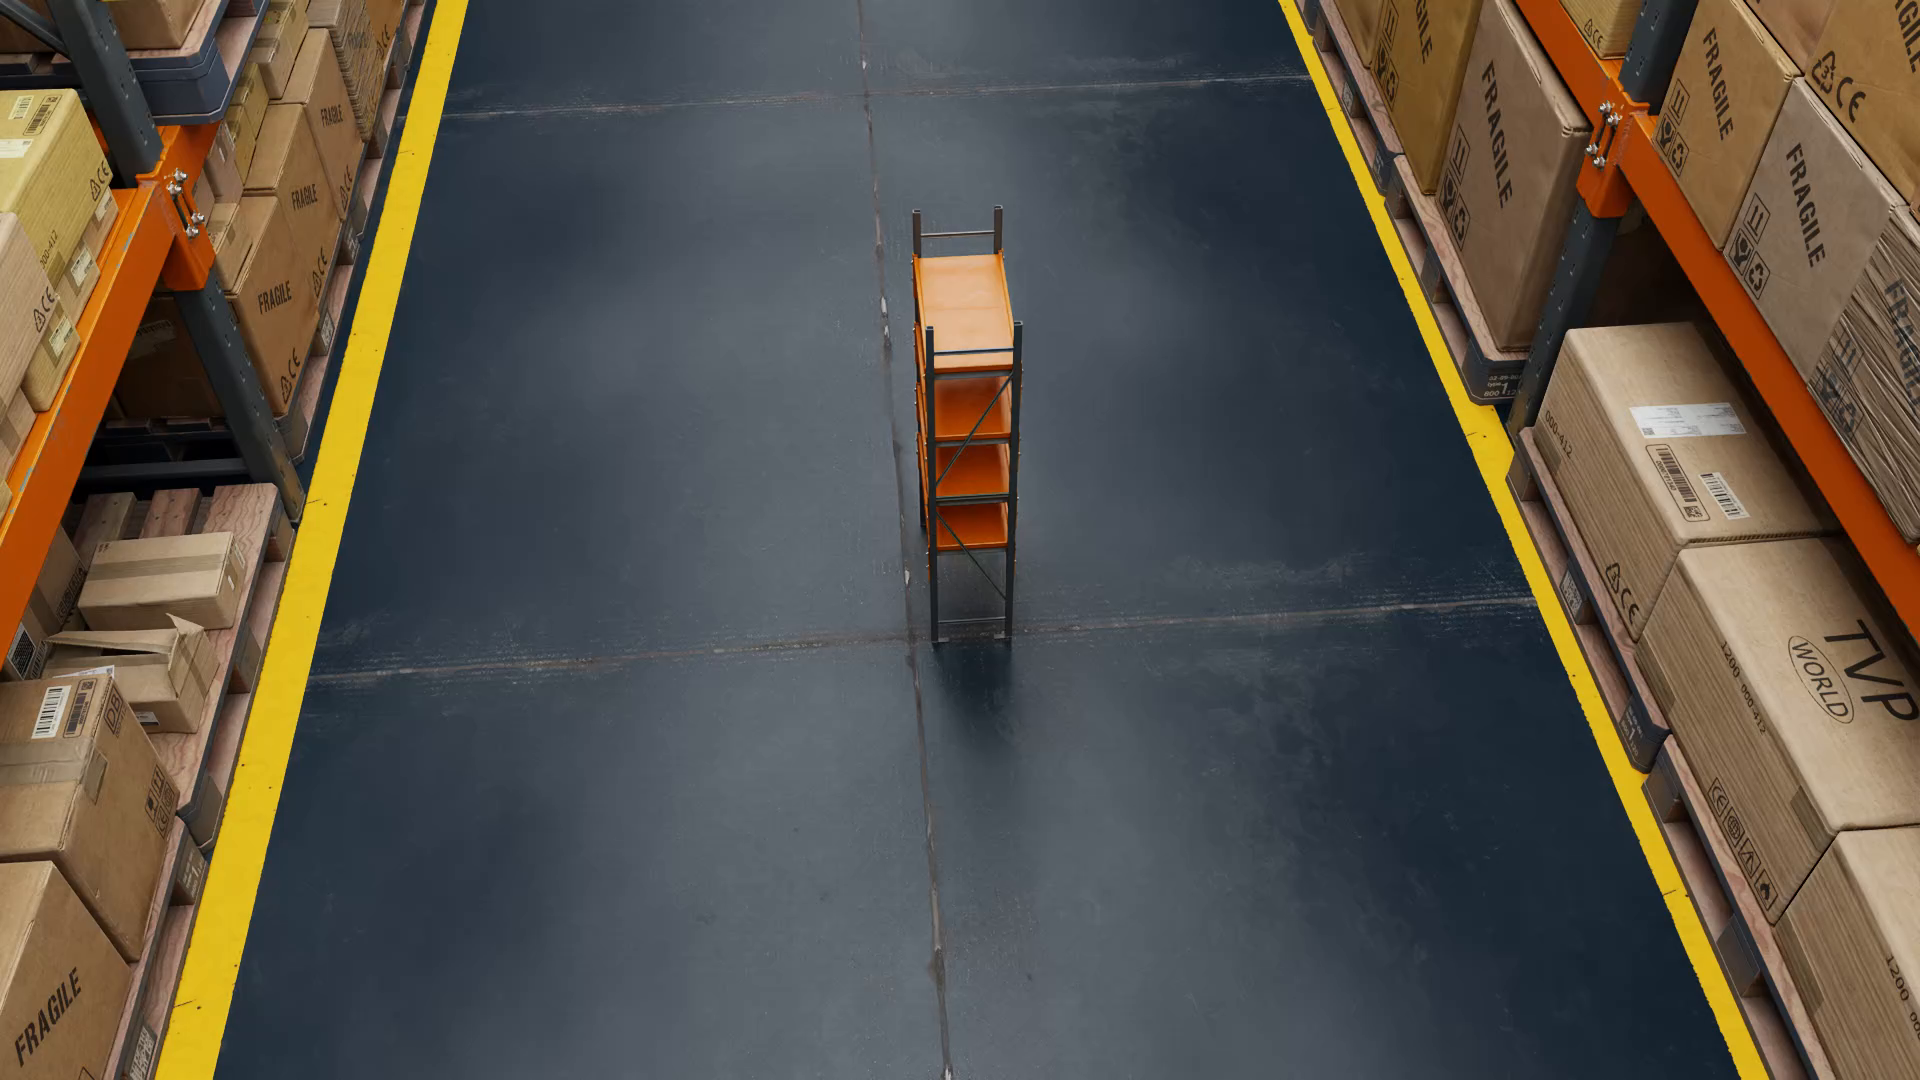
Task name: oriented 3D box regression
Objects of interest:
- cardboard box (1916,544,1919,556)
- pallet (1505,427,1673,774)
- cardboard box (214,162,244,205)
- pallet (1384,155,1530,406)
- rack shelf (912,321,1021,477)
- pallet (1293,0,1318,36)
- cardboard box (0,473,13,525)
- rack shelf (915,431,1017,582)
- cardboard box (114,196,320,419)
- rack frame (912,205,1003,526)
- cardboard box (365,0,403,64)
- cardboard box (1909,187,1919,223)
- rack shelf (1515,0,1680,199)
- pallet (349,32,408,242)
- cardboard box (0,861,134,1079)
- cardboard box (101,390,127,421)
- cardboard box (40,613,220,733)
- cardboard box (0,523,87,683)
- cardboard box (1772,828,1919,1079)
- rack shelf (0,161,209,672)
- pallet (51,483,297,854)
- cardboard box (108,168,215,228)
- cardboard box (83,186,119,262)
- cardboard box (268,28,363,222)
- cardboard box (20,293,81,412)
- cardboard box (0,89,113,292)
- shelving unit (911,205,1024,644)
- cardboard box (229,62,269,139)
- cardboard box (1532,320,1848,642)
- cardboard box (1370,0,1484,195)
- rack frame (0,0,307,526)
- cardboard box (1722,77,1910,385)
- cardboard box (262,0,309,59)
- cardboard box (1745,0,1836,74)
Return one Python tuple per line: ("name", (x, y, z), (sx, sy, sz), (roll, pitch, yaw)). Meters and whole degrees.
("cardboard box", (2.235, 0.020, 3.096), (0.500, 0.500, 0.500), (-2, 47, -2))
("pallet", (2.326, 0.116, 4.995), (1.003, 0.211, 1.213), (-3, 47, -3))
("cardboard box", (-2.471, -1.073, 5.186), (0.380, 0.149, 0.250), (-5, 47, -4))
("pallet", (2.200, -0.993, 6.045), (1.003, 0.211, 1.213), (-3, 47, -3))
("rack shelf", (0.014, -0.400, 4.587), (0.258, 0.148, 0.480), (-3, 47, -3))
("pallet", (1.996, -2.758, 7.717), (1.003, 0.211, 1.213), (-3, 47, -3))
("cardboard box", (-2.194, -0.044, 3.399), (0.380, 0.149, 0.250), (-4, 47, -4))
("rack shelf", (0.014, -0.110, 4.894), (0.258, 0.148, 0.480), (-3, 47, -3))
("cardboard box", (-2.422, -0.742, 5.319), (0.500, 0.500, 0.500), (-2, 47, -2))
("rack frame", (-0.007, -0.469, 4.868), (0.240, 1.200, 0.015), (-3, 47, -3))
("cardboard box", (-2.613, -2.239, 6.737), (0.500, 0.500, 0.500), (-2, 47, -2))
("cardboard box", (2.206, -0.680, 3.070), (0.500, 0.500, 0.500), (-3, 47, -3))
("rack shelf", (2.173, -2.598, 6.140), (1.077, 0.370, 4.000), (-3, 47, -3))
("pallet", (-2.817, -1.606, 6.626), (1.003, 0.211, 1.213), (-3, 47, -3))
("cardboard box", (-2.205, 1.058, 3.615), (0.500, 0.500, 0.500), (-3, 47, -3))
("cardboard box", (-2.942, -0.716, 5.294), (0.500, 0.500, 0.500), (-4, 47, -3))
("cardboard box", (-2.237, 0.345, 4.451), (0.396, 0.266, 0.258), (-2, 47, -2))
("cardboard box", (-2.786, 0.179, 4.577), (0.500, 0.311, 0.500), (-2, 47, -2))
("cardboard box", (2.435, 1.099, 3.618), (0.875, 0.438, 0.875), (-2, 47, -2))
("rack shelf", (-2.438, 0.601, 3.111), (1.077, 0.370, 4.000), (-3, 47, -3))
("pallet", (-2.549, 0.362, 4.762), (1.003, 0.211, 1.213), (-3, 47, -3))
("cardboard box", (-2.431, -0.976, 4.889), (0.380, 0.149, 0.250), (-4, 47, -4))
("cardboard box", (-2.327, -0.792, 4.107), (0.380, 0.149, 0.250), (-3, 47, -3))
("cardboard box", (-2.514, -1.488, 6.026), (0.500, 0.500, 0.500), (-5, 47, -4))
("cardboard box", (-2.238, -0.418, 3.753), (0.380, 0.149, 0.250), (-2, 47, -2))
("cardboard box", (-2.320, -0.791, 3.832), (0.500, 0.250, 0.500), (-2, 47, -2))
("shelving unit", (0.014, -0.293, 4.701), (0.258, 1.200, 0.503), (-3, 47, -3))
("cardboard box", (-2.540, -1.456, 5.548), (0.380, 0.149, 0.250), (-4, 47, -4))
("cardboard box", (2.286, -0.201, 4.850), (0.875, 0.438, 0.875), (-4, 47, -4))
("cardboard box", (2.125, -1.909, 6.166), (0.875, 0.875, 0.875), (-2, 47, -2))
("rack frame", (-2.606, -1.094, 4.220), (1.000, 3.000, 0.127), (-3, 47, -3))
("cardboard box", (2.157, -0.713, 3.790), (0.500, 0.500, 0.500), (-3, 47, -3))
("cardboard box", (-2.542, -1.818, 5.892), (0.380, 0.149, 0.250), (-2, 47, -2))
("cardboard box", (2.139, -1.417, 3.769), (0.500, 0.500, 0.500), (-3, 47, -3))
